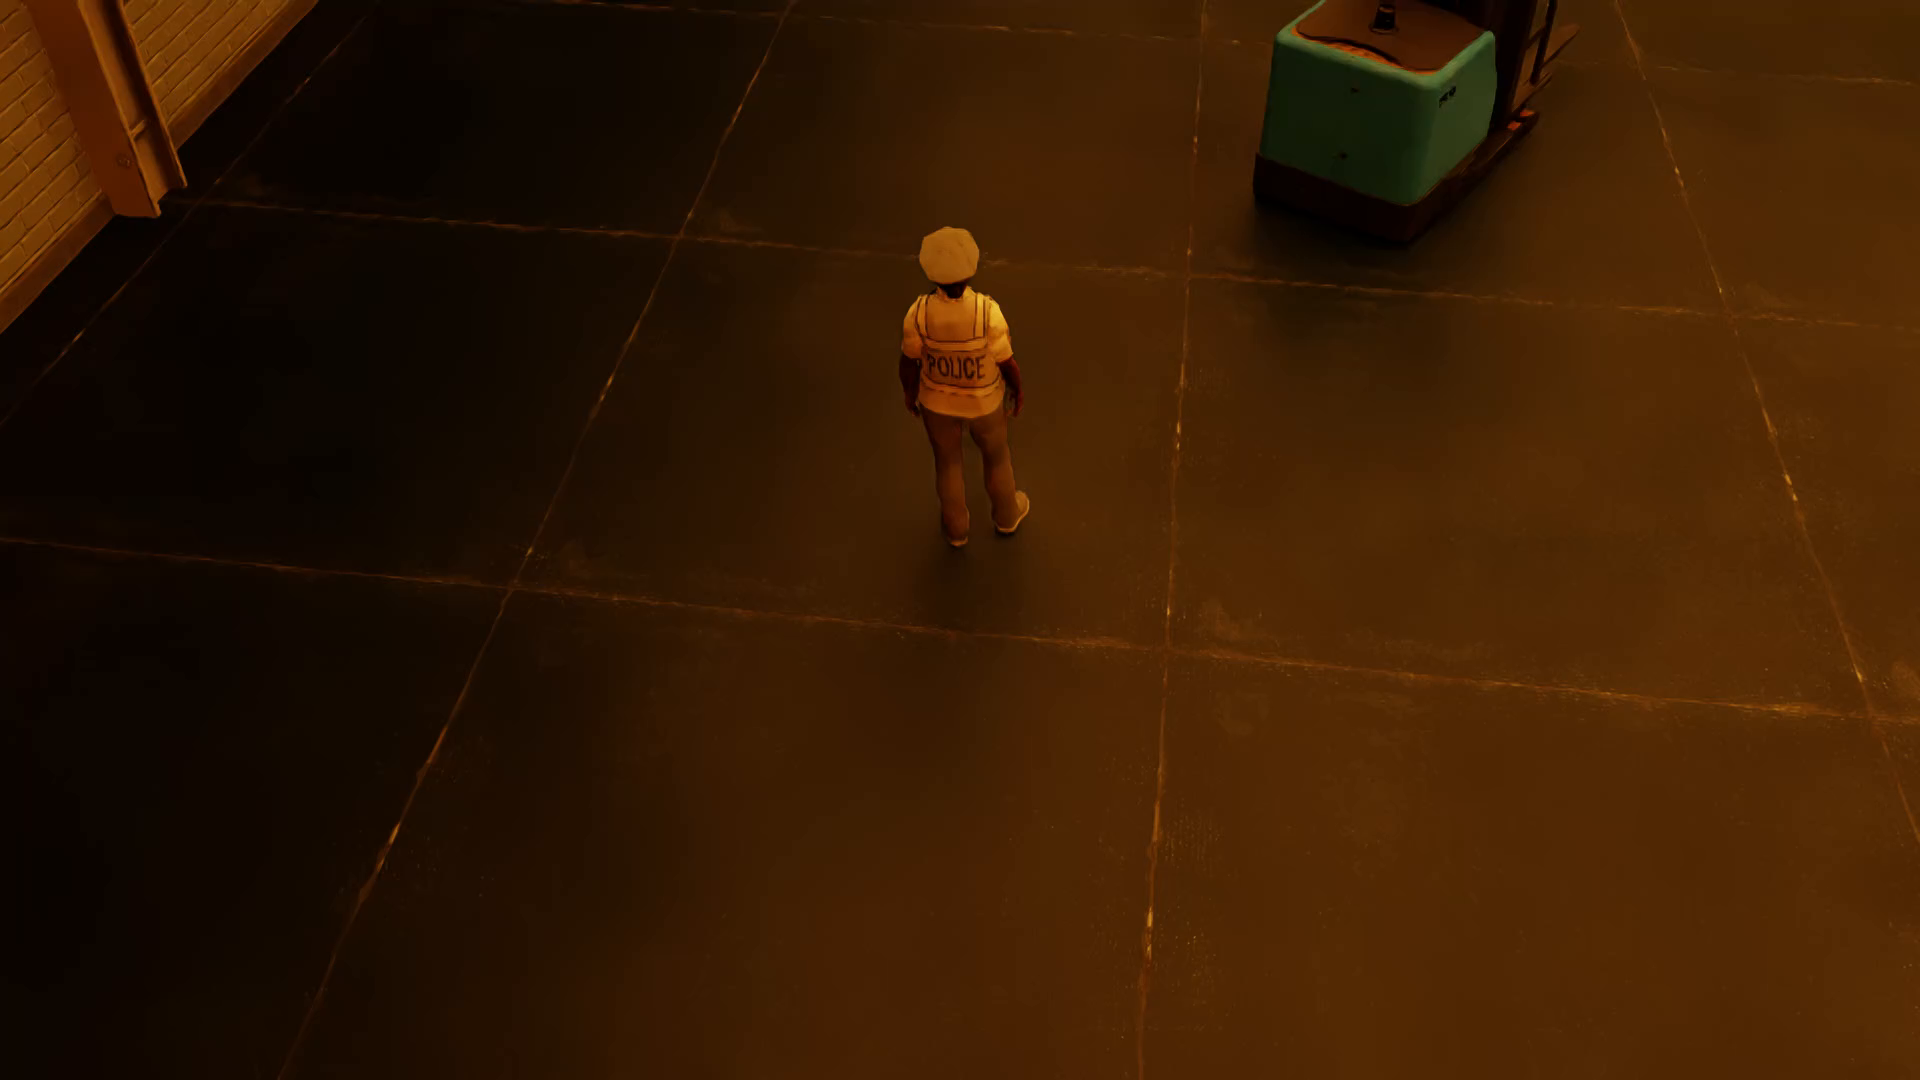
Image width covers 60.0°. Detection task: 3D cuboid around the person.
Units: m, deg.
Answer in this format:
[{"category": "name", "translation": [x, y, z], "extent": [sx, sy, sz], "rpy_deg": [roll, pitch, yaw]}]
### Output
[{"category": "person", "translation": [0.029, -0.679, 7.366], "extent": [0.570, 1.695, 0.527], "rpy_deg": [5, 43, 6]}]

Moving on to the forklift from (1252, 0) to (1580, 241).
[{"category": "forklift", "translation": [3.072, -3.766, 9.824], "extent": [1.130, 2.935, 3.031], "rpy_deg": [27, 49, 26]}]
